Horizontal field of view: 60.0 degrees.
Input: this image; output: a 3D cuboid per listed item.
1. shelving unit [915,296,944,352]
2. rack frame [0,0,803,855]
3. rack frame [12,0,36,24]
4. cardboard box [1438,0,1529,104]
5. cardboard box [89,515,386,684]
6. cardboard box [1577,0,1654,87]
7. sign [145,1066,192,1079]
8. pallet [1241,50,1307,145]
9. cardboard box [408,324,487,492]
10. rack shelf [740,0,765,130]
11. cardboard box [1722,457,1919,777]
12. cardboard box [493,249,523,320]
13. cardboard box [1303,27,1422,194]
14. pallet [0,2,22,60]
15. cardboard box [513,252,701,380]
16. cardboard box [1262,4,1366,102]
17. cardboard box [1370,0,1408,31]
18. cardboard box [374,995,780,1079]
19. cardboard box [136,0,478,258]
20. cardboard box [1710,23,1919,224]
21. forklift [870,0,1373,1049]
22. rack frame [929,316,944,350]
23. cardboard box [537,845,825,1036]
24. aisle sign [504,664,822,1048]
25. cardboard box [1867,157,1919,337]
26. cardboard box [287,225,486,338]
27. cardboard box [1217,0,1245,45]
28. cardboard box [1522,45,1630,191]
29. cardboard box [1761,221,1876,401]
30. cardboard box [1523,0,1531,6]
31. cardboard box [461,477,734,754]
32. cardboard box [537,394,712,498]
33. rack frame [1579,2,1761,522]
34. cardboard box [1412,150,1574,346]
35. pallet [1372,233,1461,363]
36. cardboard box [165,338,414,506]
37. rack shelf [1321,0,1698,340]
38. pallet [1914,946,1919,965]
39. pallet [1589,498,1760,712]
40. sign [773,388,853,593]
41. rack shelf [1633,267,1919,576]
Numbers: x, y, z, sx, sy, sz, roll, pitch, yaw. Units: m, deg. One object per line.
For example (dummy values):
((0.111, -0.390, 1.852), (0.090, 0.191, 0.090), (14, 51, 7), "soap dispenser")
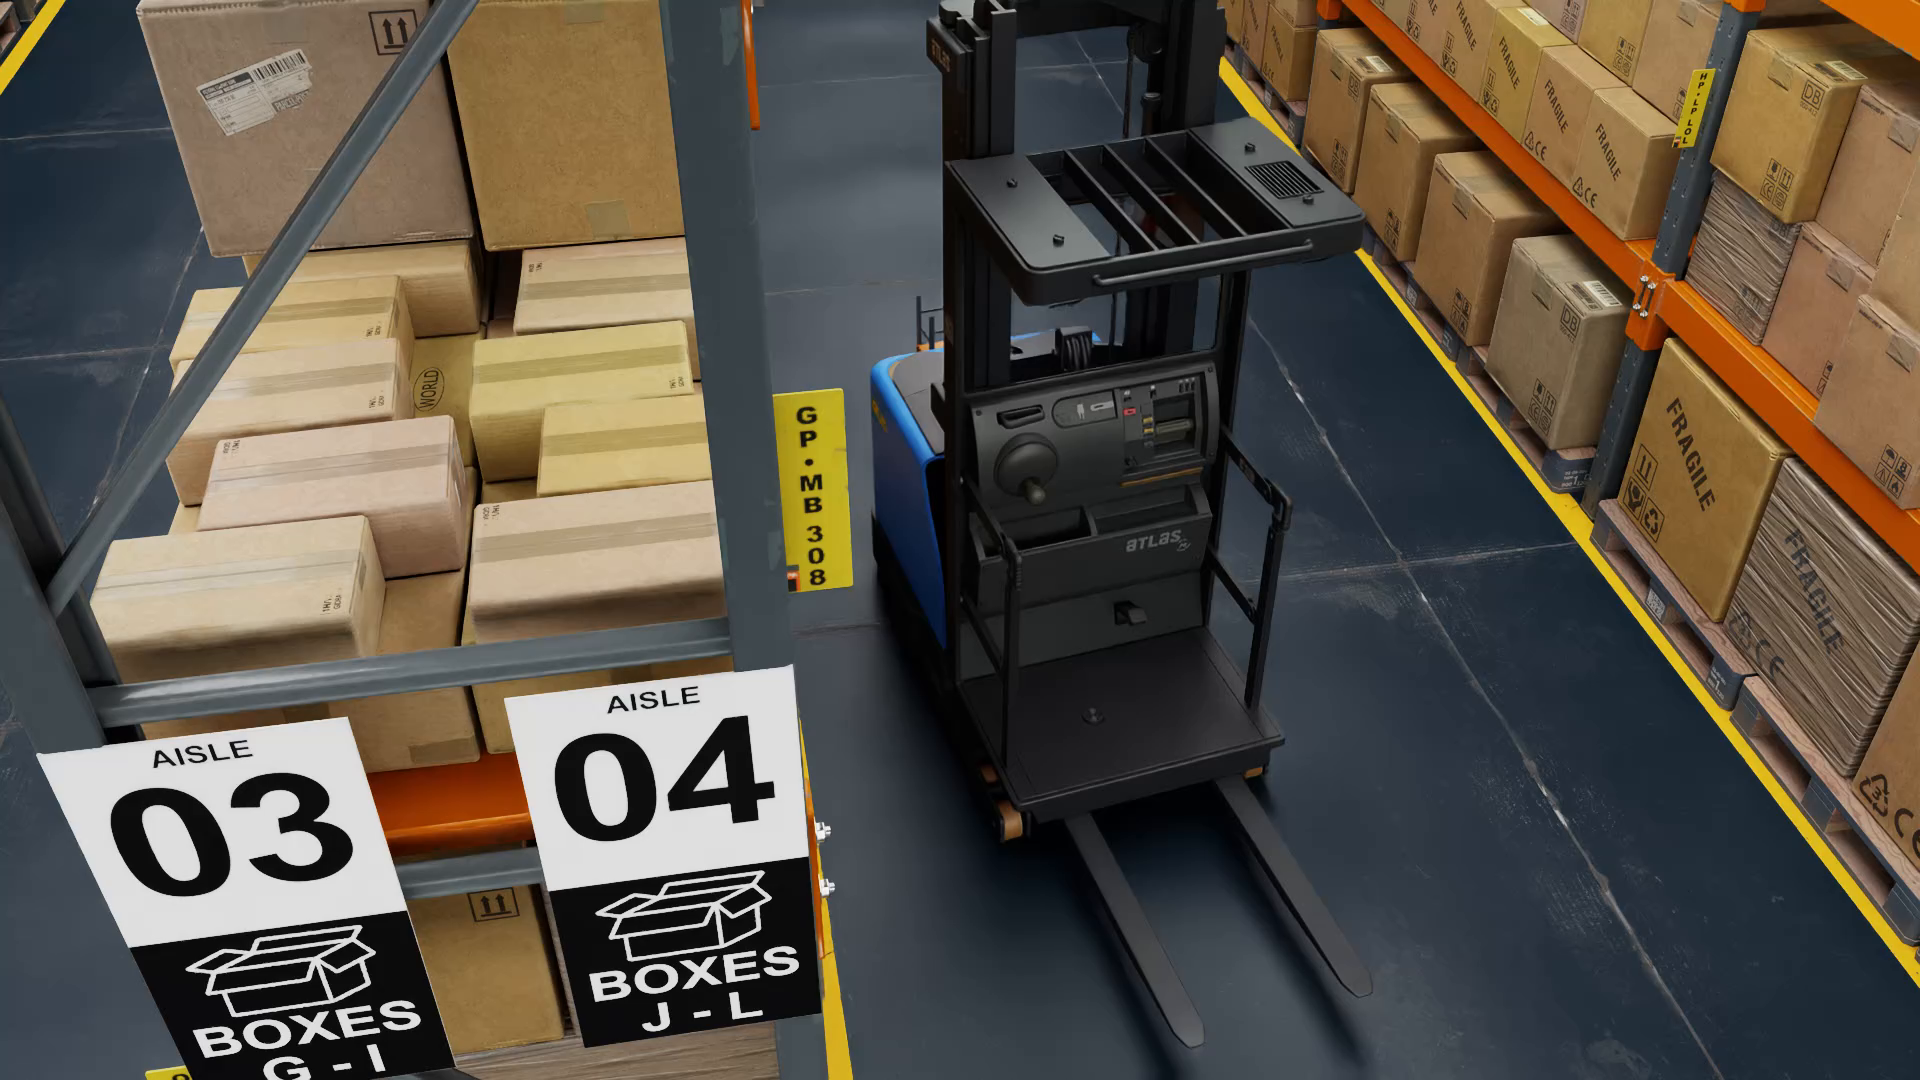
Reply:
((-0.045, -0.541, 7.469), (0.258, 1.200, 0.189), (-12, 39, -15), "shelving unit")
((-0.733, -0.841, 1.498), (1.000, 3.000, 0.127), (-6, 38, -8), "rack frame")
((-7.713, -5.187, 11.982), (1.000, 3.000, 0.127), (-6, 38, -8), "rack frame")
((2.843, -2.603, 8.574), (0.500, 0.500, 0.500), (-7, 38, -8), "cardboard box")
((-1.089, 0.111, 2.514), (0.380, 0.149, 0.250), (-6, 38, -8), "cardboard box")
((3.281, -2.404, 7.503), (0.700, 0.500, 0.500), (-7, 38, -9), "cardboard box")
((-1.283, 0.994, 2.825), (0.100, 0.325, 0.005), (-6, 38, -8), "sign")
((2.629, -3.147, 11.629), (1.003, 0.211, 1.213), (-6, 38, -8), "pallet")
((-1.158, -0.162, 3.191), (0.500, 0.250, 0.500), (-6, 38, -8), "cardboard box")
((-1.084, -1.764, 3.274), (1.077, 0.370, 4.000), (-6, 38, -8), "rack shelf")
((3.669, 0.244, 6.380), (0.875, 0.875, 0.875), (-6, 38, -8), "cardboard box")
((-0.743, -0.527, 3.660), (0.500, 0.250, 0.500), (-6, 38, -8), "cardboard box")
((2.783, -2.676, 10.241), (1.050, 0.750, 0.750), (-7, 38, -9), "cardboard box")
((-7.619, -3.615, 12.232), (1.003, 0.211, 1.213), (-6, 38, -8), "pallet")
((-0.647, -0.424, 3.204), (0.380, 0.149, 0.250), (-5, 38, -6), "cardboard box")
((2.392, -3.324, 11.279), (0.500, 0.500, 0.500), (-6, 38, -8), "cardboard box")
((2.670, -3.209, 9.354), (0.500, 0.500, 0.500), (-7, 38, -8), "cardboard box")
((-0.803, 1.036, 3.648), (0.875, 0.500, 0.500), (-6, 38, -8), "cardboard box")
((-1.254, -0.920, 3.313), (0.500, 0.500, 0.500), (-6, 38, -8), "cardboard box")
((3.497, -1.619, 6.387), (0.875, 0.550, 0.550), (-6, 38, -8), "cardboard box")
((0.560, -0.306, 5.755), (1.130, 2.935, 3.031), (-12, 39, -15), "forklift")
((-0.015, -0.488, 7.400), (0.240, 1.200, 0.006), (-12, 39, -15), "rack frame")
((-0.561, 0.615, 3.375), (0.500, 0.500, 0.500), (-6, 38, -8), "cardboard box")
((-0.427, 0.507, 2.534), (0.394, 0.787, 0.004), (-6, 38, -8), "aisle sign")
((3.667, -0.959, 5.537), (0.875, 0.550, 0.550), (-6, 38, -8), "cardboard box")
((-1.163, -0.524, 3.332), (0.380, 0.149, 0.250), (-6, 38, -7), "cardboard box")
((2.196, -3.956, 12.092), (0.500, 0.500, 0.500), (-8, 39, -10), "cardboard box")
((3.023, -1.991, 7.787), (0.500, 0.500, 0.500), (-7, 38, -8), "cardboard box")
((3.661, -0.868, 6.300), (0.875, 0.550, 0.550), (-6, 38, -8), "cardboard box")
((3.106, -3.015, 8.289), (0.700, 0.500, 0.500), (-7, 38, -8), "cardboard box")
((-0.563, 0.084, 2.874), (0.500, 0.250, 0.500), (-5, 38, -7), "cardboard box")
((-0.504, -0.113, 2.803), (0.380, 0.149, 0.250), (-5, 38, -7), "cardboard box")
((3.466, -1.360, 7.056), (1.000, 3.000, 0.127), (-6, 38, -8), "rack frame")
((3.104, -1.586, 8.838), (1.050, 0.750, 0.750), (-6, 38, -8), "cardboard box")
((3.040, -1.456, 9.452), (1.003, 0.211, 1.213), (-6, 38, -8), "pallet")
((-1.175, -0.212, 2.930), (0.380, 0.149, 0.250), (-8, 39, -10), "cardboard box")
((3.116, -2.284, 8.832), (1.077, 0.370, 4.000), (-6, 38, -8), "rack shelf")
((3.950, 1.682, 5.413), (1.003, 0.211, 1.213), (-6, 38, -8), "pallet")
((3.523, 0.209, 7.310), (1.003, 0.211, 1.213), (-6, 38, -8), "pallet")
((-0.199, -0.060, 2.225), (0.100, 0.325, 0.005), (-6, 38, -8), "sign")
((3.817, 0.132, 5.722), (1.077, 0.370, 4.000), (-6, 38, -8), "rack shelf")
